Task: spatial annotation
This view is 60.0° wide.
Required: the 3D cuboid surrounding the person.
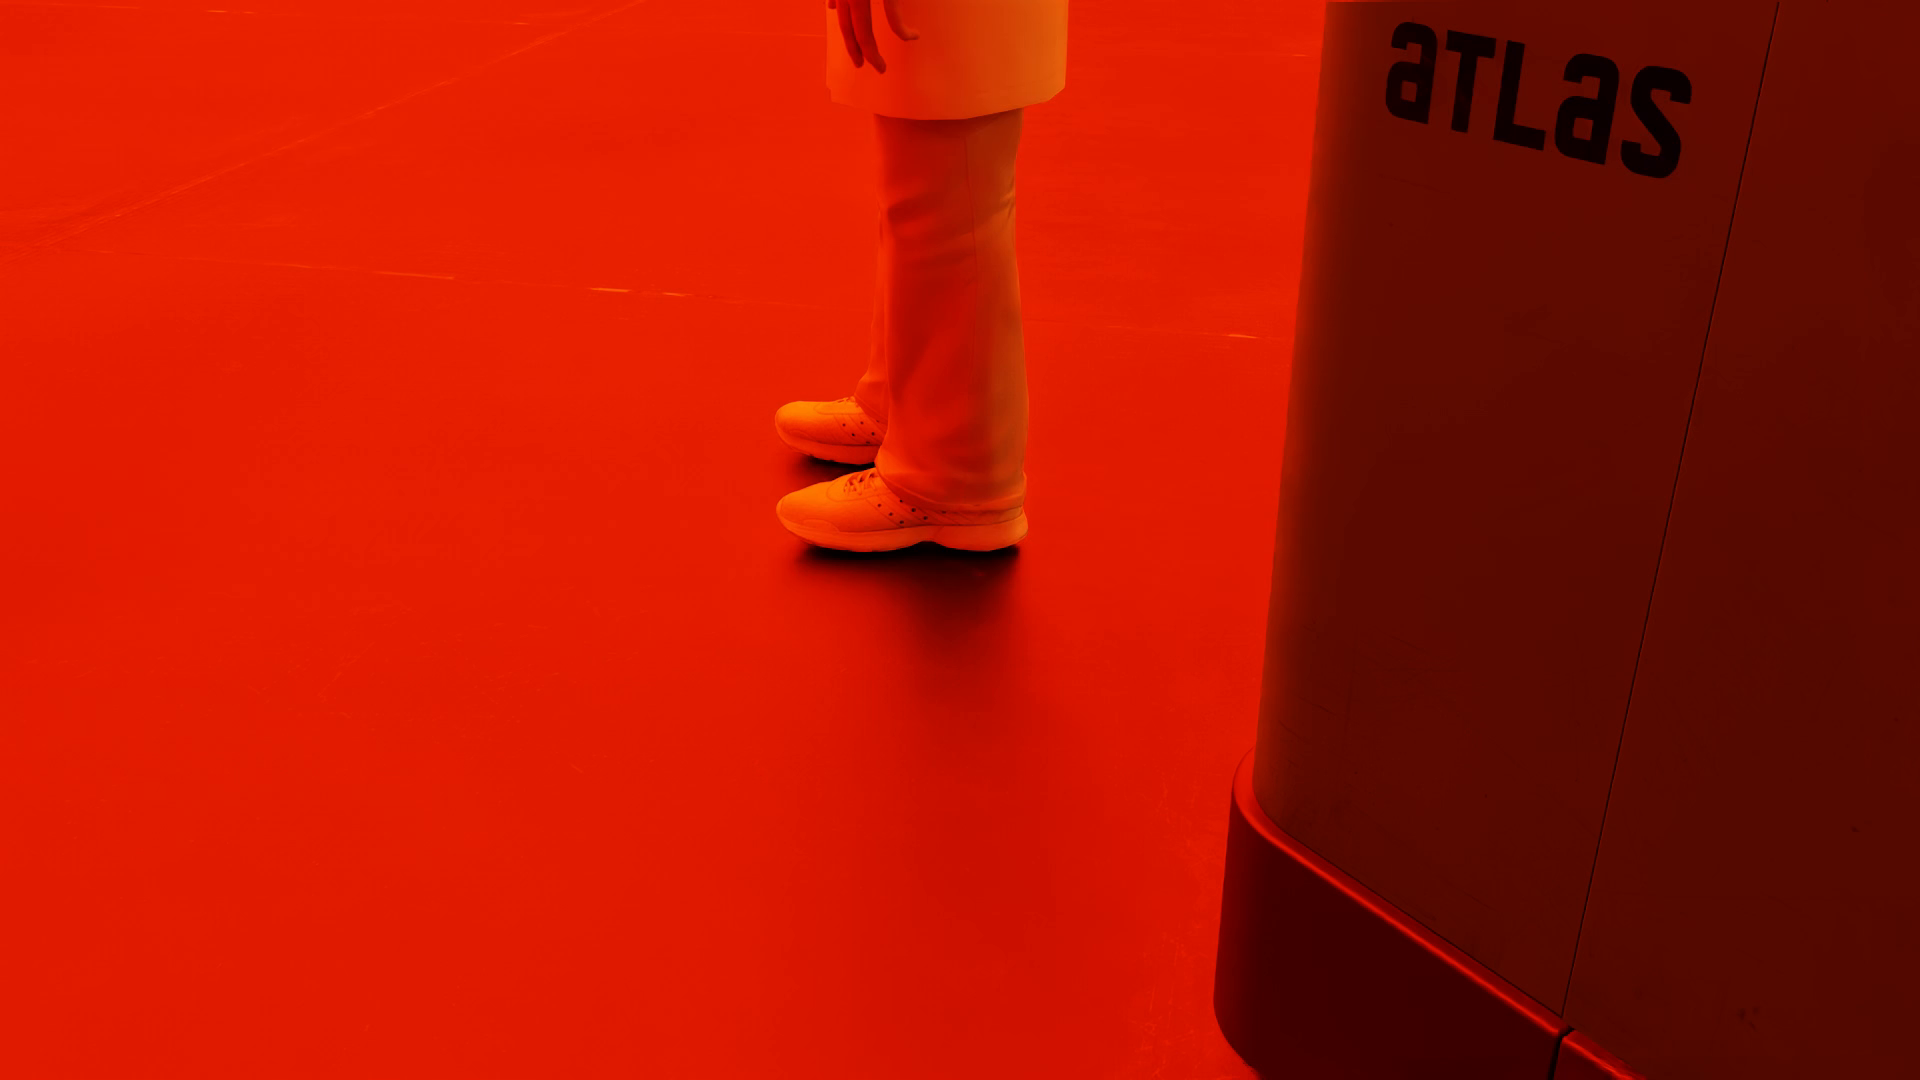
[{"bbox_3d":[-0.088,-0.811,2.118,0.580,1.776,0.698,6,27,11],"label":"person"}]
